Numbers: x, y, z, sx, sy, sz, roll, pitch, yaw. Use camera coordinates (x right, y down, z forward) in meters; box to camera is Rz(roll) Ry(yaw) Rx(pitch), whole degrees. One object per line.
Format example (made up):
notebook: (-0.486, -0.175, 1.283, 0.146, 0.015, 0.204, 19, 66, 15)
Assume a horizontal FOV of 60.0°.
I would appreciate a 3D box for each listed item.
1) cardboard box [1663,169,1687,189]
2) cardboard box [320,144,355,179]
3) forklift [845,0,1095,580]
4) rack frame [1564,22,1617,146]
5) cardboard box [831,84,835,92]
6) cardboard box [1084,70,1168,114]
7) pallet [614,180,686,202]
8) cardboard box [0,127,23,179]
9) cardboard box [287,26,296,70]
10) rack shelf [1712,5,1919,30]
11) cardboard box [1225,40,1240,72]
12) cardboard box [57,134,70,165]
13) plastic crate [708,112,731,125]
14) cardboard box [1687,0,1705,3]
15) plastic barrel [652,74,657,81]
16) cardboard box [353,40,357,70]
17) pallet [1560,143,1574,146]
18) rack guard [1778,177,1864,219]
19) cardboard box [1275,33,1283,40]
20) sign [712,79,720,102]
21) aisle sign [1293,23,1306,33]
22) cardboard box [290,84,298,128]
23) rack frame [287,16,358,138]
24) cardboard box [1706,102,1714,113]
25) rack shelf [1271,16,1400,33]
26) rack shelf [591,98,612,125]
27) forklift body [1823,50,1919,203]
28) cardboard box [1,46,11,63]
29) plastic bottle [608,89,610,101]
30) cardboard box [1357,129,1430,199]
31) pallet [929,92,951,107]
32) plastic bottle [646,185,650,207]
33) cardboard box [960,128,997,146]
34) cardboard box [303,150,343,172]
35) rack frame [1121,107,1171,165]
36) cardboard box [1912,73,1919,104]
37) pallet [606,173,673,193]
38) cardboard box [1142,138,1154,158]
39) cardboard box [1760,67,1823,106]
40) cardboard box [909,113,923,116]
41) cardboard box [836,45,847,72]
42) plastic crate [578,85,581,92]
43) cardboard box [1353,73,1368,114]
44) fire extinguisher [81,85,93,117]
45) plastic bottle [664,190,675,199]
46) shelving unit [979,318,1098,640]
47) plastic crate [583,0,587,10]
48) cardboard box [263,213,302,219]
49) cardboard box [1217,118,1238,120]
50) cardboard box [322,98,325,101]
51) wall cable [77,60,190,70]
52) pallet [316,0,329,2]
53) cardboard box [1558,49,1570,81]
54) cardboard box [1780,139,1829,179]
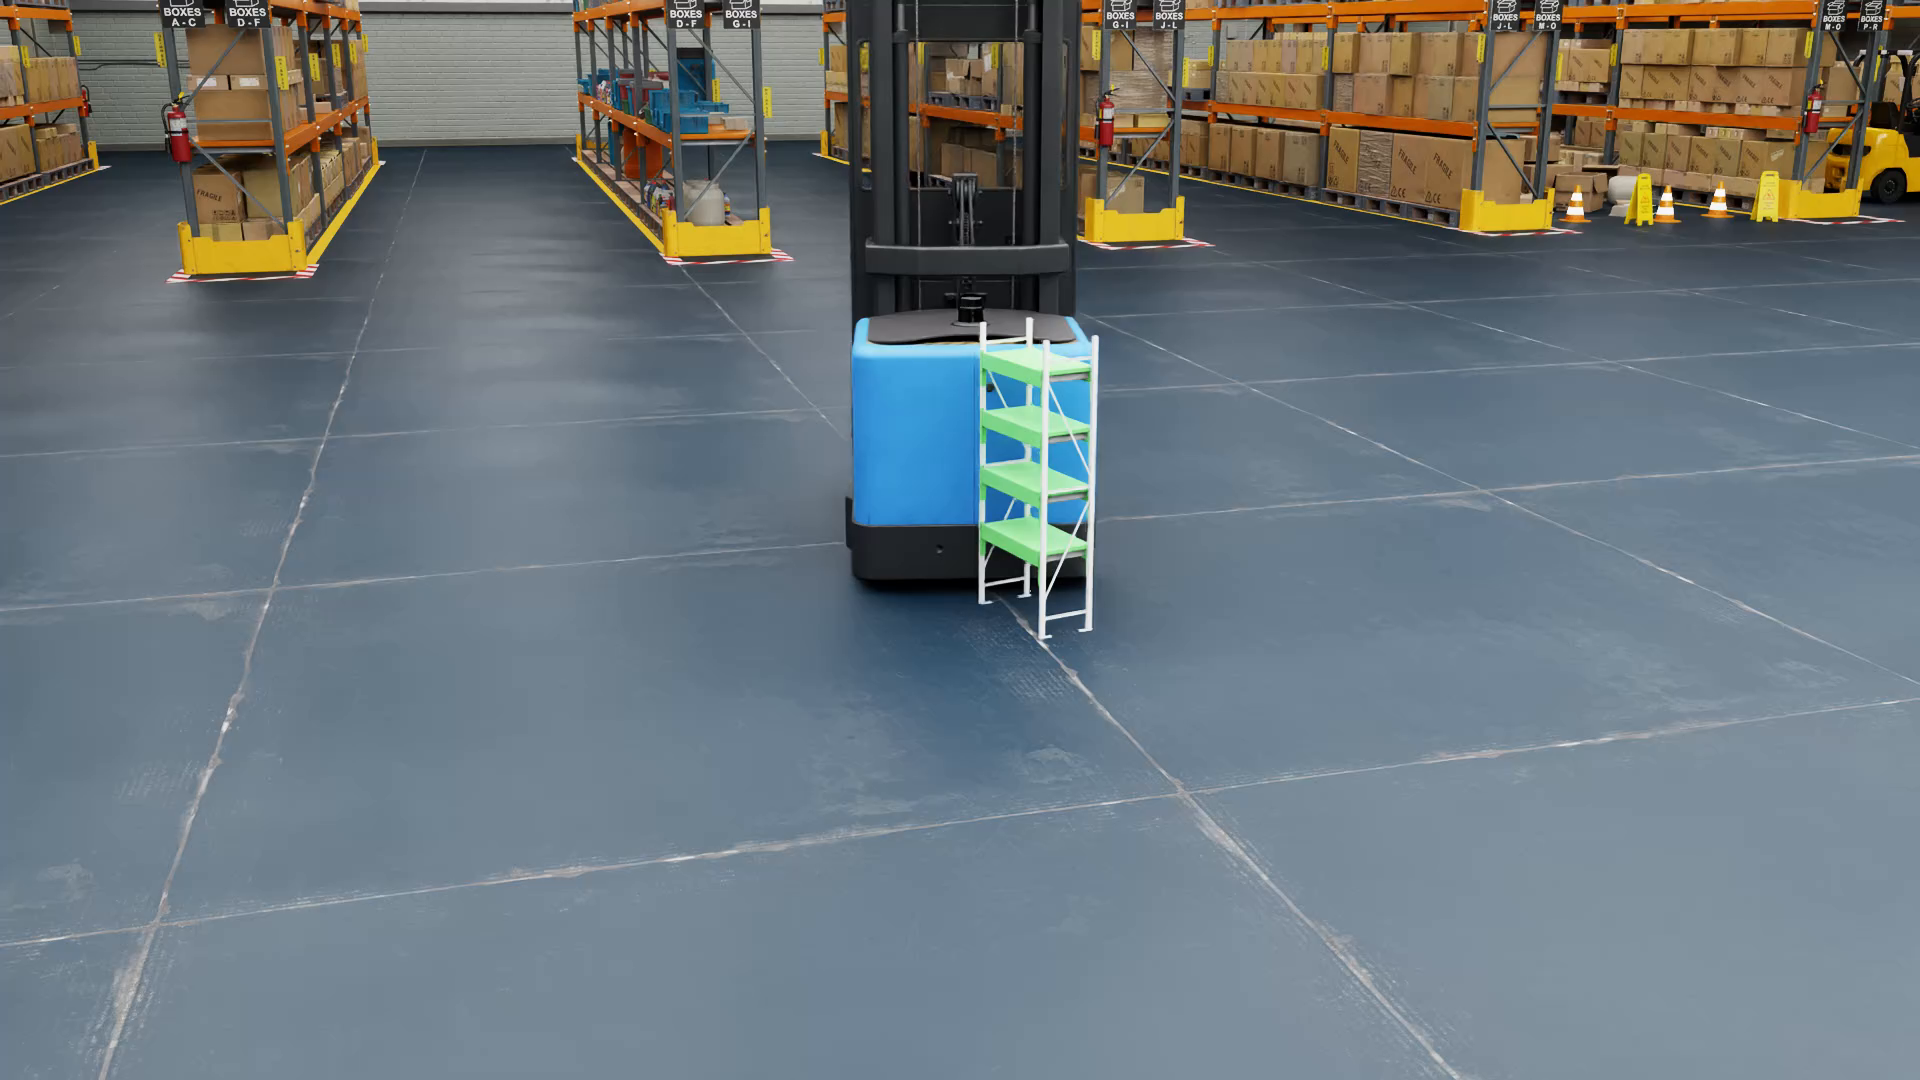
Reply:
cardboard box: (10.747, -5.323, 24.508, 0.500, 0.250, 0.500, -5, 17, -16)
cardboard box: (-9.748, -5.903, 25.969, 0.500, 0.500, 0.500, -5, 17, -16)
forklift: (0.008, -1.604, 8.197, 1.130, 2.935, 3.031, -1, 17, -2)
rack frame: (13.111, -9.523, 34.440, 1.000, 3.000, 0.127, -5, 17, -15)
cardboard box: (-2.365, -9.066, 33.356, 0.380, 0.149, 0.250, -5, 17, -17)
cardboard box: (1.985, -5.371, 19.928, 0.875, 0.500, 0.500, -5, 17, -15)
pallet: (-4.676, -5.295, 25.212, 1.003, 0.211, 1.213, -5, 17, -15)
cardboard box: (-14.926, -5.927, 25.478, 0.750, 0.750, 0.750, -4, 17, -14)
cardboard box: (-8.388, -5.898, 19.943, 0.700, 0.500, 0.500, -5, 17, -15)
rack shelf: (14.760, -8.955, 28.587, 1.077, 0.370, 4.000, -5, 17, -15)
cardboard box: (4.821, -8.005, 27.477, 0.700, 0.500, 0.500, -5, 17, -16)
cardboard box: (-16.011, -6.818, 29.051, 0.700, 0.500, 0.500, -5, 18, -17)
plastic crate: (-3.062, -5.186, 20.461, 0.530, 0.136, 0.437, -5, 17, -15)
cardboard box: (10.658, -7.764, 23.806, 0.380, 0.149, 0.250, -5, 17, -16)
plastic barrel: (-4.363, -6.634, 24.628, 0.421, 0.512, 0.421, 0, 17, 0)
cardboard box: (-10.716, -8.386, 28.743, 0.500, 0.500, 0.500, -5, 18, -17)
pallet: (12.924, -8.377, 35.474, 1.003, 0.211, 1.213, -5, 17, -15)
rack guard: (11.617, -4.634, 22.510, 1.175, 0.500, 0.348, -5, 17, -15)
cardboard box: (7.072, -10.953, 36.162, 0.380, 0.149, 0.250, -4, 17, -14)
sign: (-3.220, -5.914, 21.946, 0.100, 0.325, 0.005, -5, 17, -15)
aisle sign: (7.519, -11.525, 36.588, 0.394, 0.787, 0.004, -5, 17, -15)
cardboard box: (-8.237, -5.131, 19.646, 0.700, 0.500, 0.500, -5, 17, -16)
rack frame: (-10.714, -7.564, 27.918, 1.000, 3.000, 0.127, -5, 17, -15)
cardboard box: (10.928, -6.201, 23.817, 0.380, 0.149, 0.250, -5, 17, -15)
rack shelf: (7.790, -10.775, 34.644, 1.077, 0.370, 4.000, -5, 17, -15)
rack shelf: (-5.401, -7.056, 27.480, 1.077, 0.370, 4.000, -5, 17, -15)
forklift body: (14.134, -6.177, 24.778, 2.313, 2.155, 1.214, -5, 17, -15)
cardboard box: (-14.971, -7.479, 25.607, 0.500, 0.250, 0.500, -4, 17, -14)
plastic bottle: (-5.557, -7.069, 26.496, 0.097, 0.271, 0.097, 0, 17, 0)
cardboard box: (6.164, -5.252, 23.186, 0.875, 0.875, 0.875, -5, 17, -15)
pallet: (0.209, -6.959, 26.238, 1.213, 0.211, 1.003, -5, 17, -15)
plastic bottle: (-3.971, -4.438, 21.481, 0.152, 0.276, 0.135, -4, 17, -13)
cardboard box: (0.279, -6.283, 25.932, 0.500, 0.250, 0.500, -3, 17, -9)
cardboard box: (-9.234, -5.485, 24.072, 0.500, 0.311, 0.500, -4, 17, -14)
rack frame: (3.608, -8.710, 31.734, 1.000, 3.000, 0.127, -5, 17, -15)
cardboard box: (15.340, -7.072, 26.106, 0.500, 0.500, 0.500, -4, 17, -14)
pallet: (-5.108, -5.727, 26.651, 1.003, 0.211, 1.213, -5, 17, -15)
cardboard box: (3.703, -7.342, 30.797, 0.500, 0.500, 0.500, -4, 17, -13)
cardboard box: (11.224, -6.129, 22.450, 0.500, 0.500, 0.500, -5, 17, -16)
cardboard box: (-0.496, -6.863, 28.548, 1.225, 0.875, 0.875, -5, 17, -15)
cardboard box: (-2.130, -9.447, 32.627, 0.500, 0.500, 0.500, -5, 17, -17)
plastic crate: (-7.290, -8.774, 32.300, 0.250, 0.136, 0.298, -5, 17, -15)
cardboard box: (6.093, -6.318, 23.509, 0.875, 0.550, 0.550, -5, 17, -15)
fire extinguisher: (-16.173, -8.140, 30.619, 0.296, 0.674, 0.183, -5, 17, -15)
plastic bottle: (-3.625, -4.240, 20.824, 0.152, 0.276, 0.135, -5, 17, -15)
shelving unit: (0.306, -0.256, 6.718, 0.258, 1.200, 0.503, -9, 19, -27)
plastic crate: (-6.358, -9.383, 29.128, 0.450, 0.188, 0.662, -5, 17, -15)
cardboard box: (-7.491, -3.433, 18.215, 0.500, 0.250, 0.500, -5, 17, -15)
cardboard box: (4.611, -7.317, 29.408, 0.500, 0.250, 0.500, -5, 17, -16)
cardboard box: (-11.099, -7.730, 28.296, 0.500, 0.500, 0.500, -4, 17, -14)
wall cable: (-17.786, -11.256, 35.180, 3.097, 2.526, 0.112, -5, 17, -15)
pallet: (-9.033, -7.314, 22.200, 1.003, 0.211, 1.213, -4, 17, -13)
cardboard box: (9.917, -7.698, 26.944, 0.500, 0.500, 0.500, -4, 17, -13)
cardboard box: (11.675, -5.305, 23.145, 0.500, 0.500, 0.500, -5, 18, -17)
